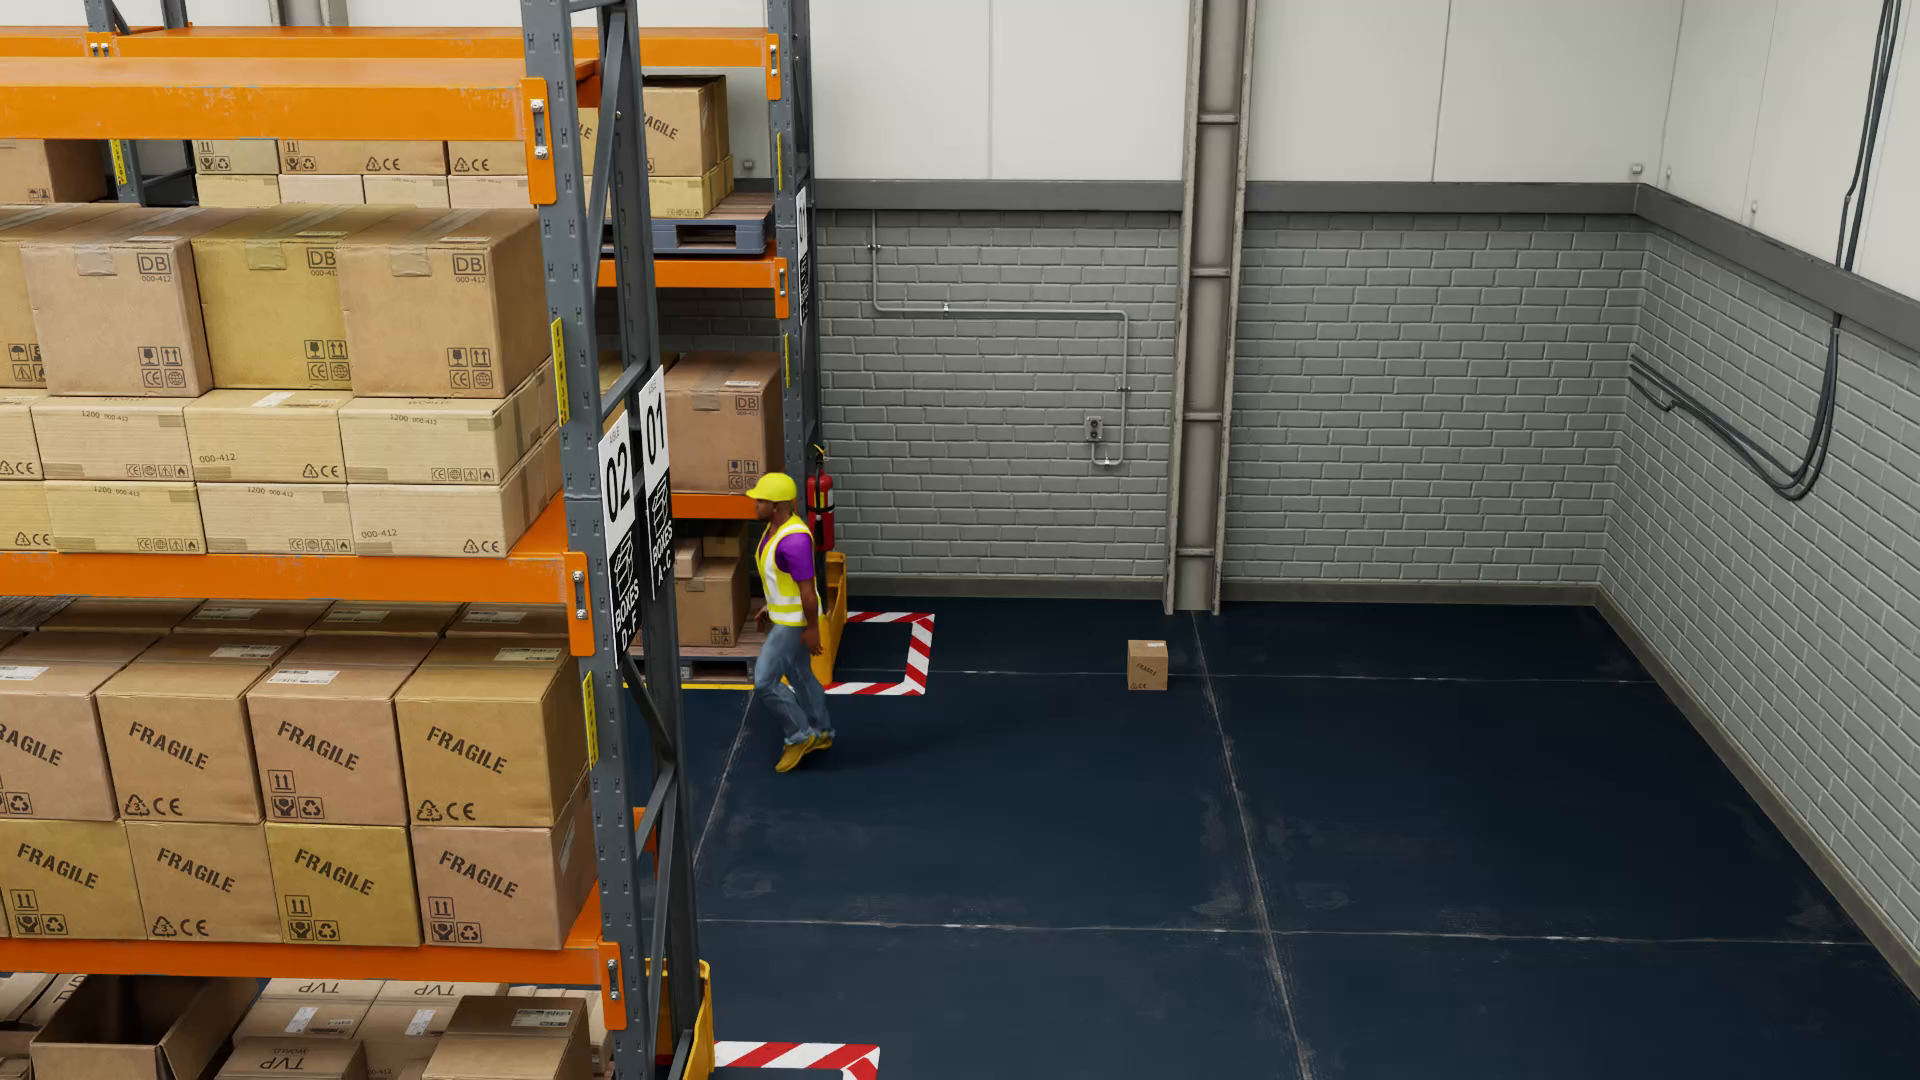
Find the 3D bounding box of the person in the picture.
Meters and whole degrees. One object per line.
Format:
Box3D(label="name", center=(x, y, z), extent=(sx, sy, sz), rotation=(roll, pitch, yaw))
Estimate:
Box3D(label="person", center=(-1.000, 0.464, 9.798), extent=(0.497, 1.794, 0.593), rotation=(-5, 21, -12))
